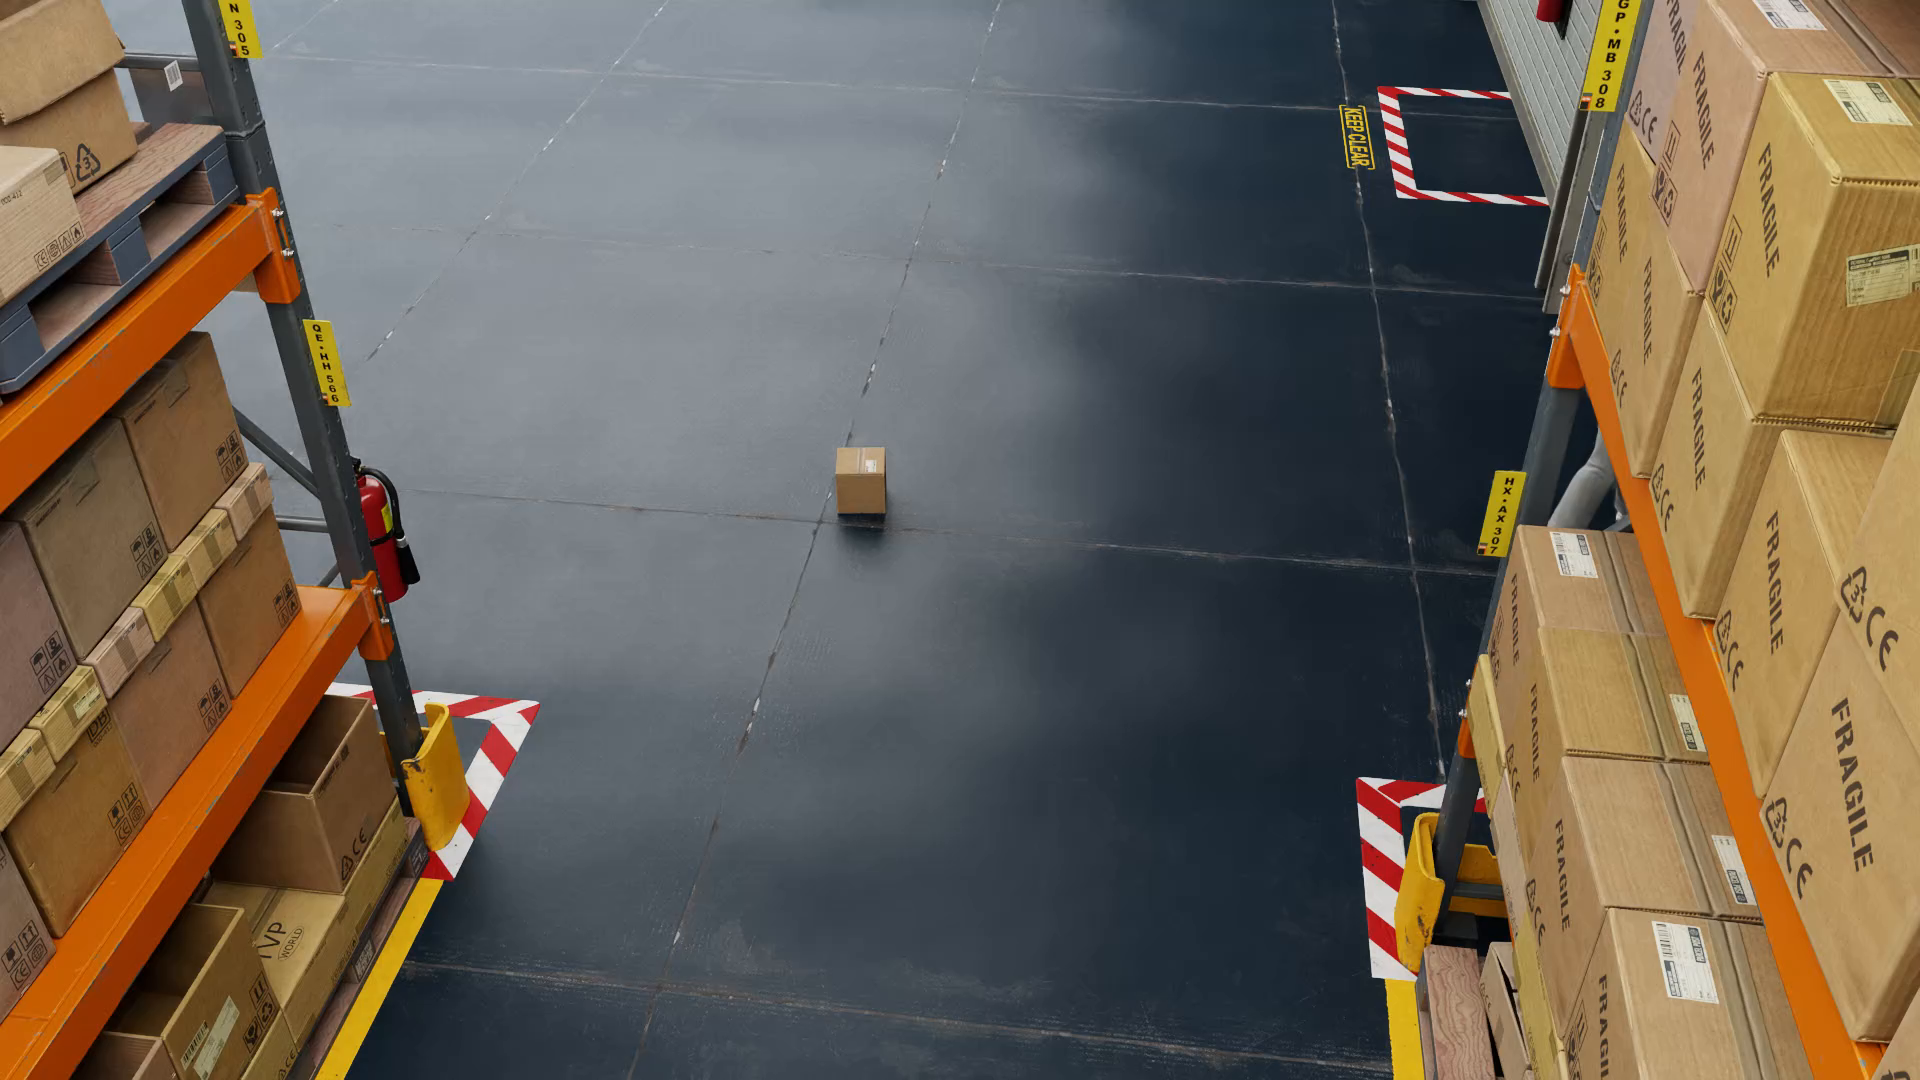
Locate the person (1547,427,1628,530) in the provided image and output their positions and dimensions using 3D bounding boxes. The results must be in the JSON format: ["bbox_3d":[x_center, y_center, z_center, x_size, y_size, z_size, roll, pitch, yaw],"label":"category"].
[{"bbox_3d":[3.299,-0.690,7.959,0.726,1.659,0.476,0,36,-1],"label":"person"}]
